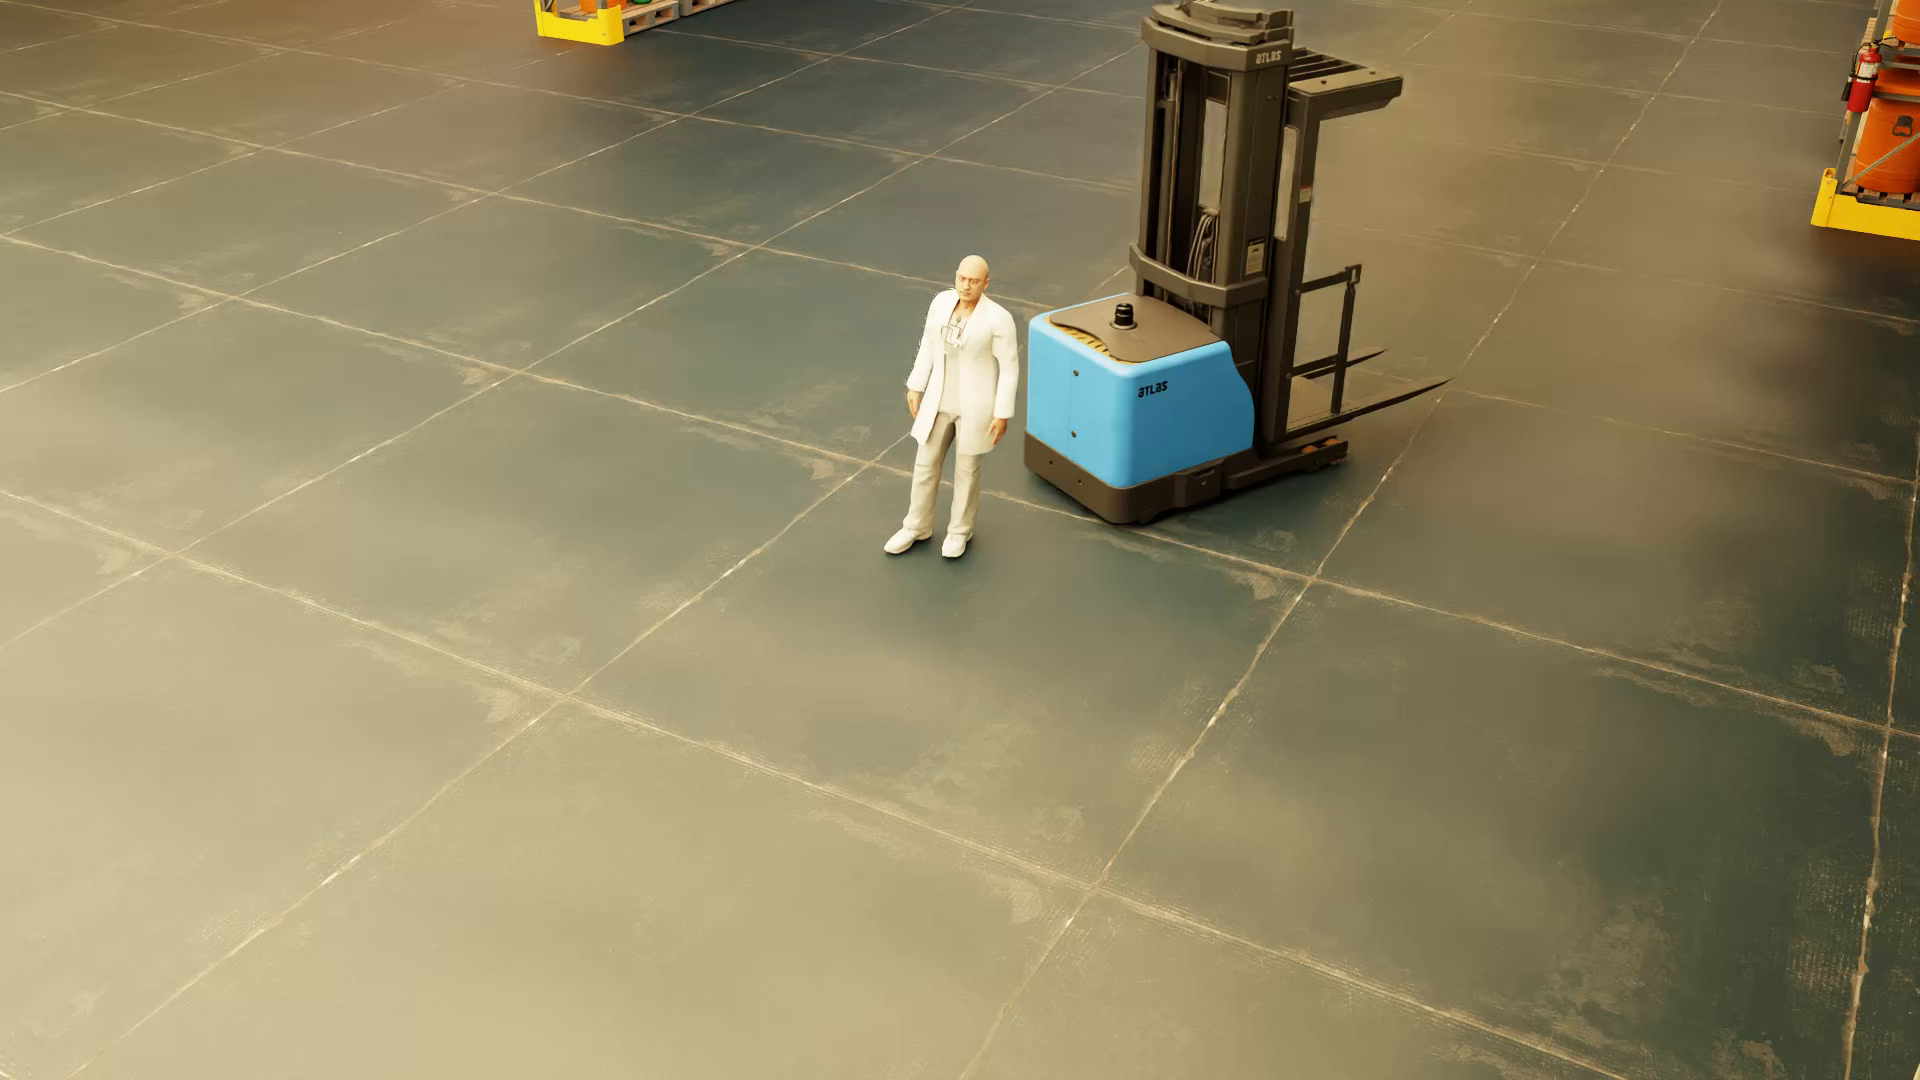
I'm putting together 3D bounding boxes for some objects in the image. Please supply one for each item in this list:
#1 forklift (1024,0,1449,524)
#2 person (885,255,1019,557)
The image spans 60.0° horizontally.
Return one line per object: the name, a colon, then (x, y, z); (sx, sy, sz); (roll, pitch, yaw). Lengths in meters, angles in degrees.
forklift: (1.926, -1.915, 10.389); (3.031, 2.935, 1.130); (-18, 34, -28)
person: (-0.036, -0.729, 9.479); (0.696, 1.777, 0.577); (16, 33, 25)
